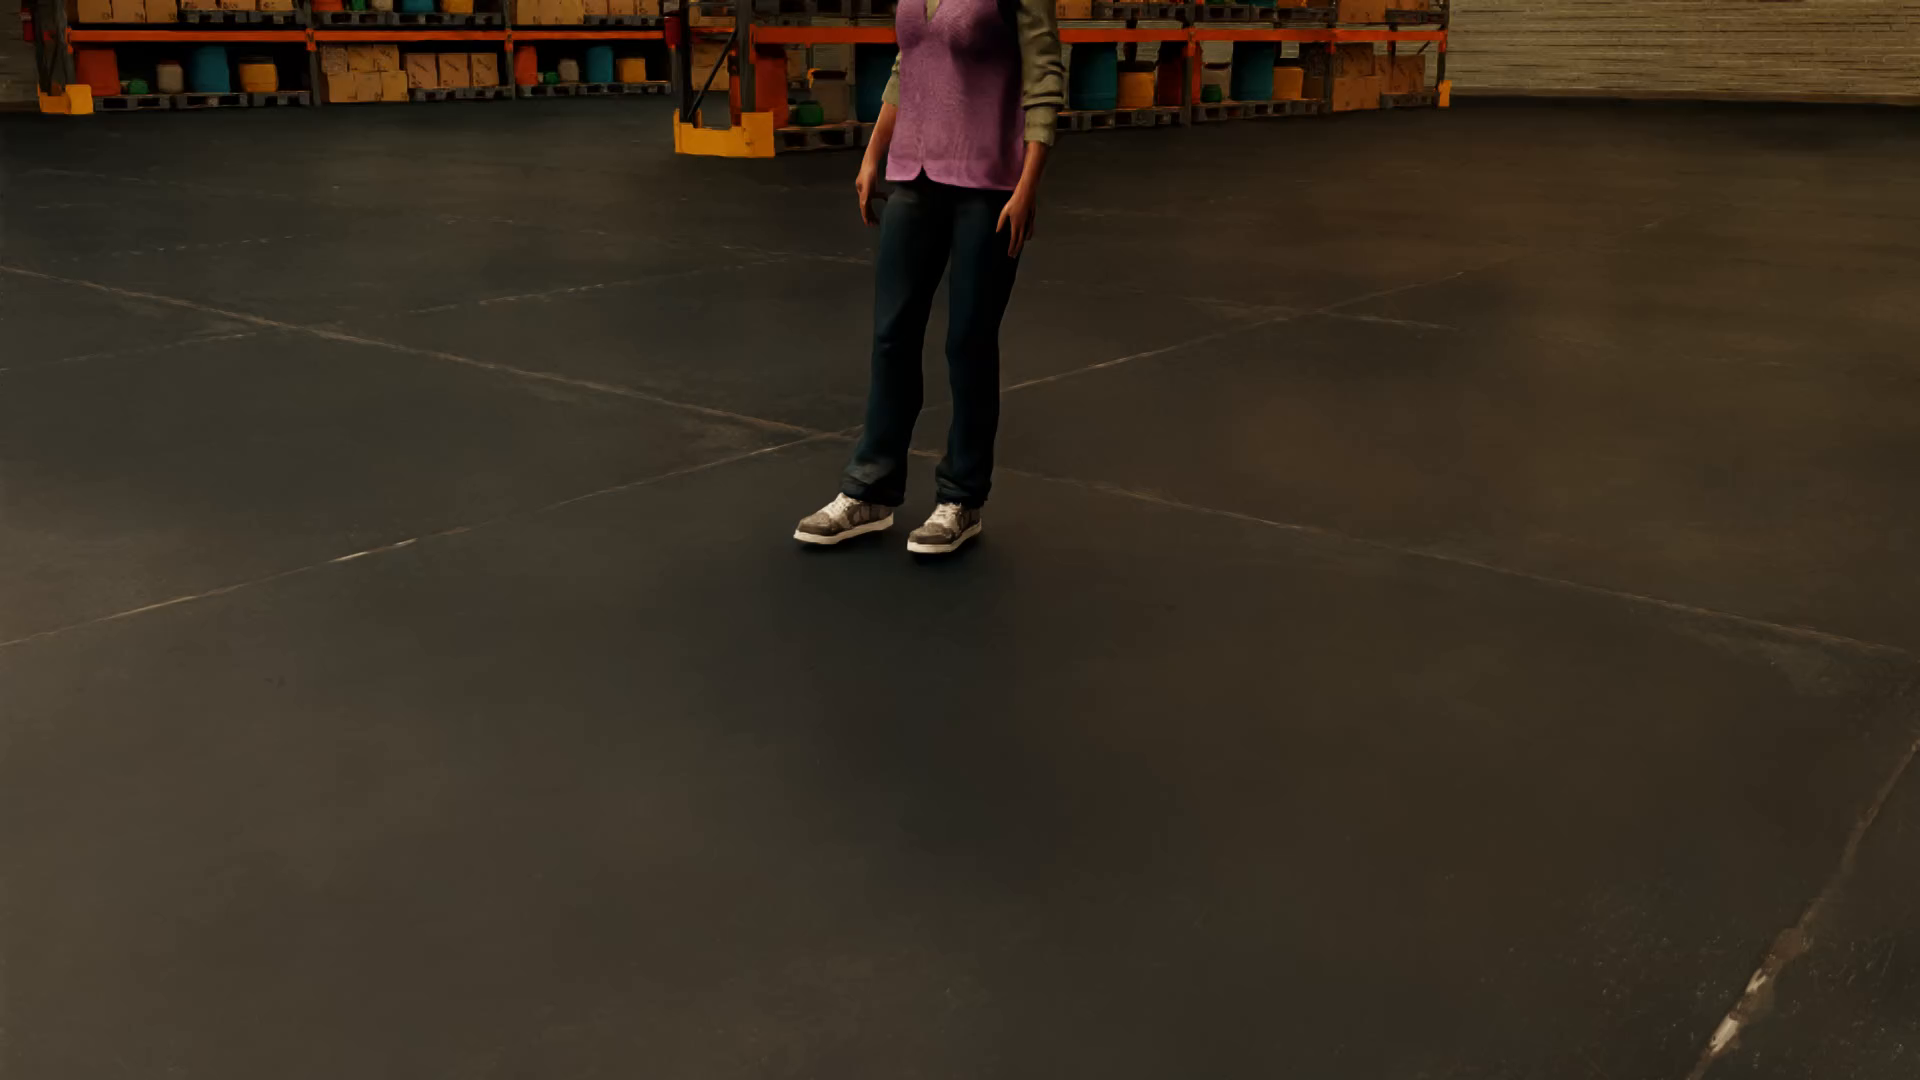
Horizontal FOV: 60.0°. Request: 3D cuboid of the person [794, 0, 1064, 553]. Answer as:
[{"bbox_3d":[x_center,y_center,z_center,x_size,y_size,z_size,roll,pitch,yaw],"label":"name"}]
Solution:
[{"bbox_3d":[-0.058,-0.756,3.661,0.520,1.597,0.473,13,21,37],"label":"person"}]
